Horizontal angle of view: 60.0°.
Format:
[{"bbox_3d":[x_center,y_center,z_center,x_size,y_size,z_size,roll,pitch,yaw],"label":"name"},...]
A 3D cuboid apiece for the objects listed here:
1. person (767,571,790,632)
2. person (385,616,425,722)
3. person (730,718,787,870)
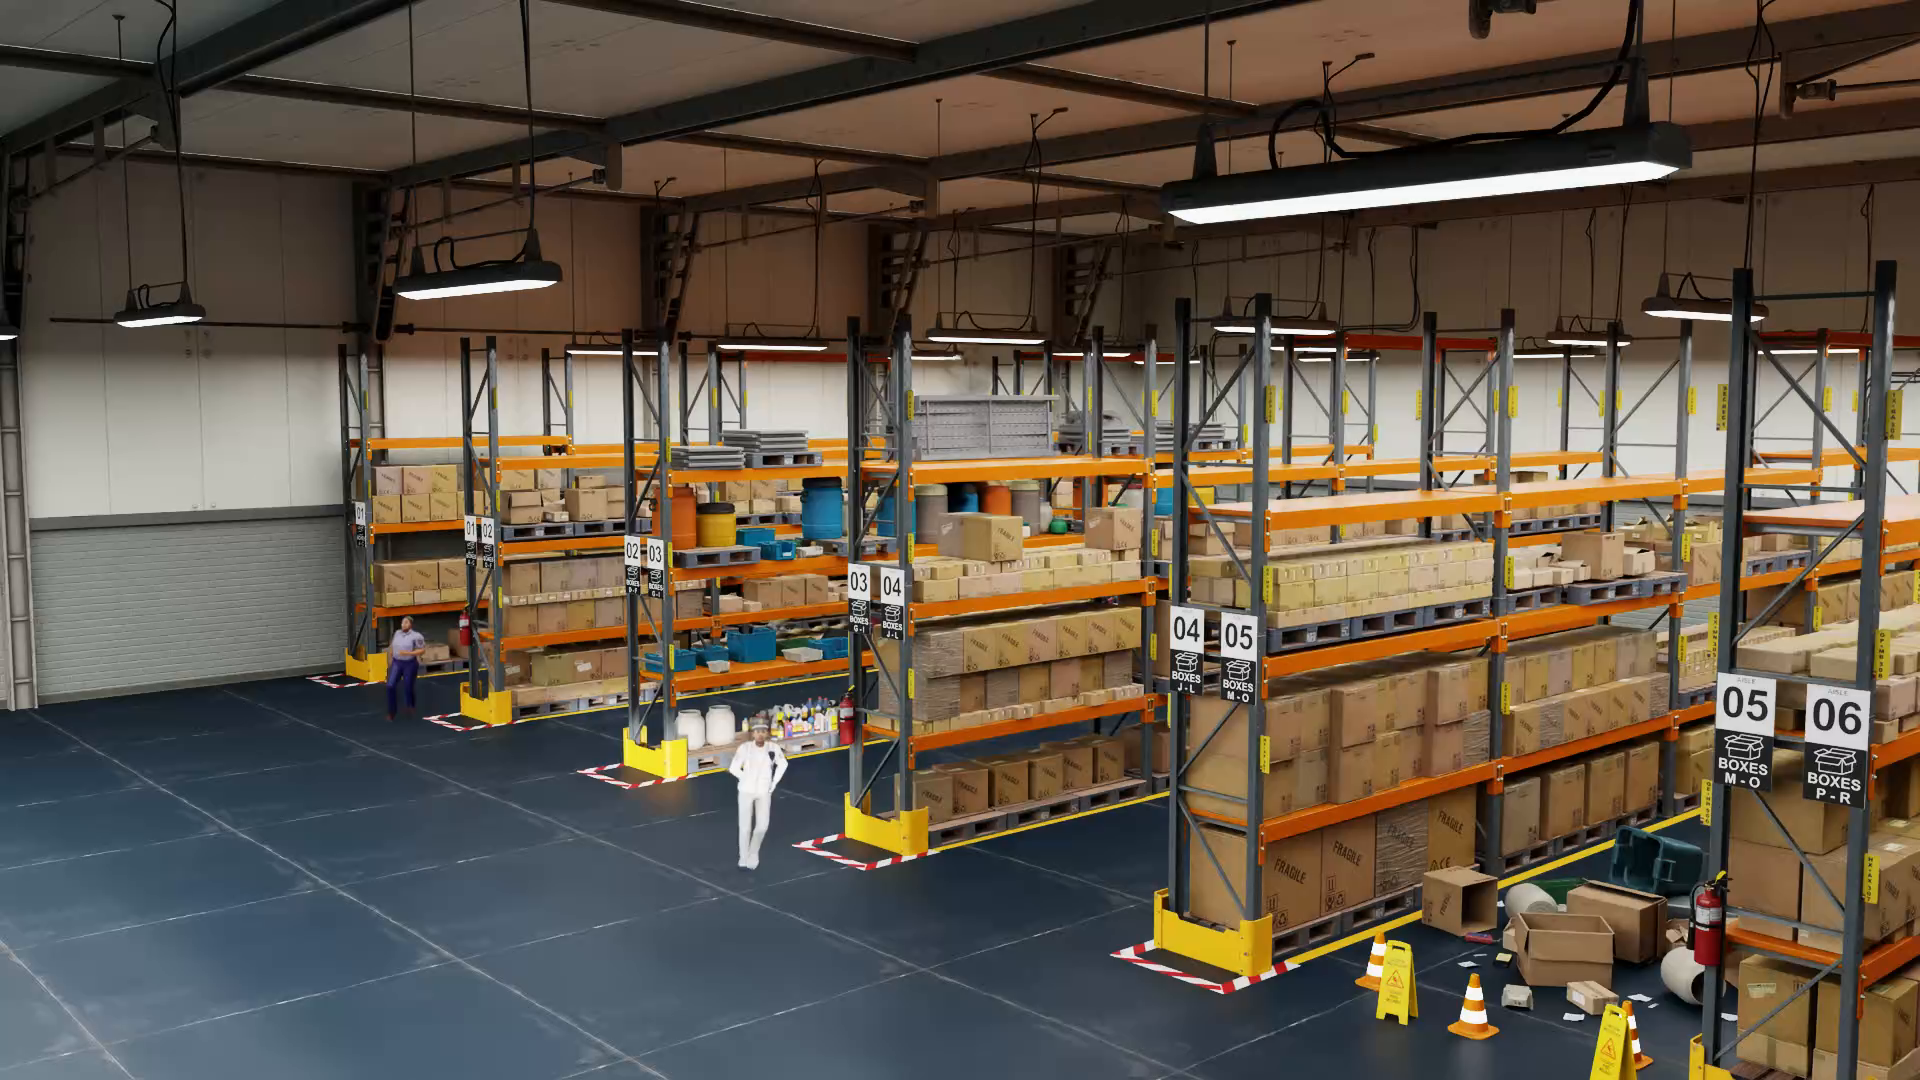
[{"bbox_3d":[-3.550,1.316,32.966,0.651,1.689,0.644,4,7,40],"label":"person"},{"bbox_3d":[-8.696,2.027,26.217,0.625,1.702,0.688,1,5,6],"label":"person"},{"bbox_3d":[-2.166,2.735,17.904,0.621,1.672,0.628,-1,5,-6],"label":"person"}]
